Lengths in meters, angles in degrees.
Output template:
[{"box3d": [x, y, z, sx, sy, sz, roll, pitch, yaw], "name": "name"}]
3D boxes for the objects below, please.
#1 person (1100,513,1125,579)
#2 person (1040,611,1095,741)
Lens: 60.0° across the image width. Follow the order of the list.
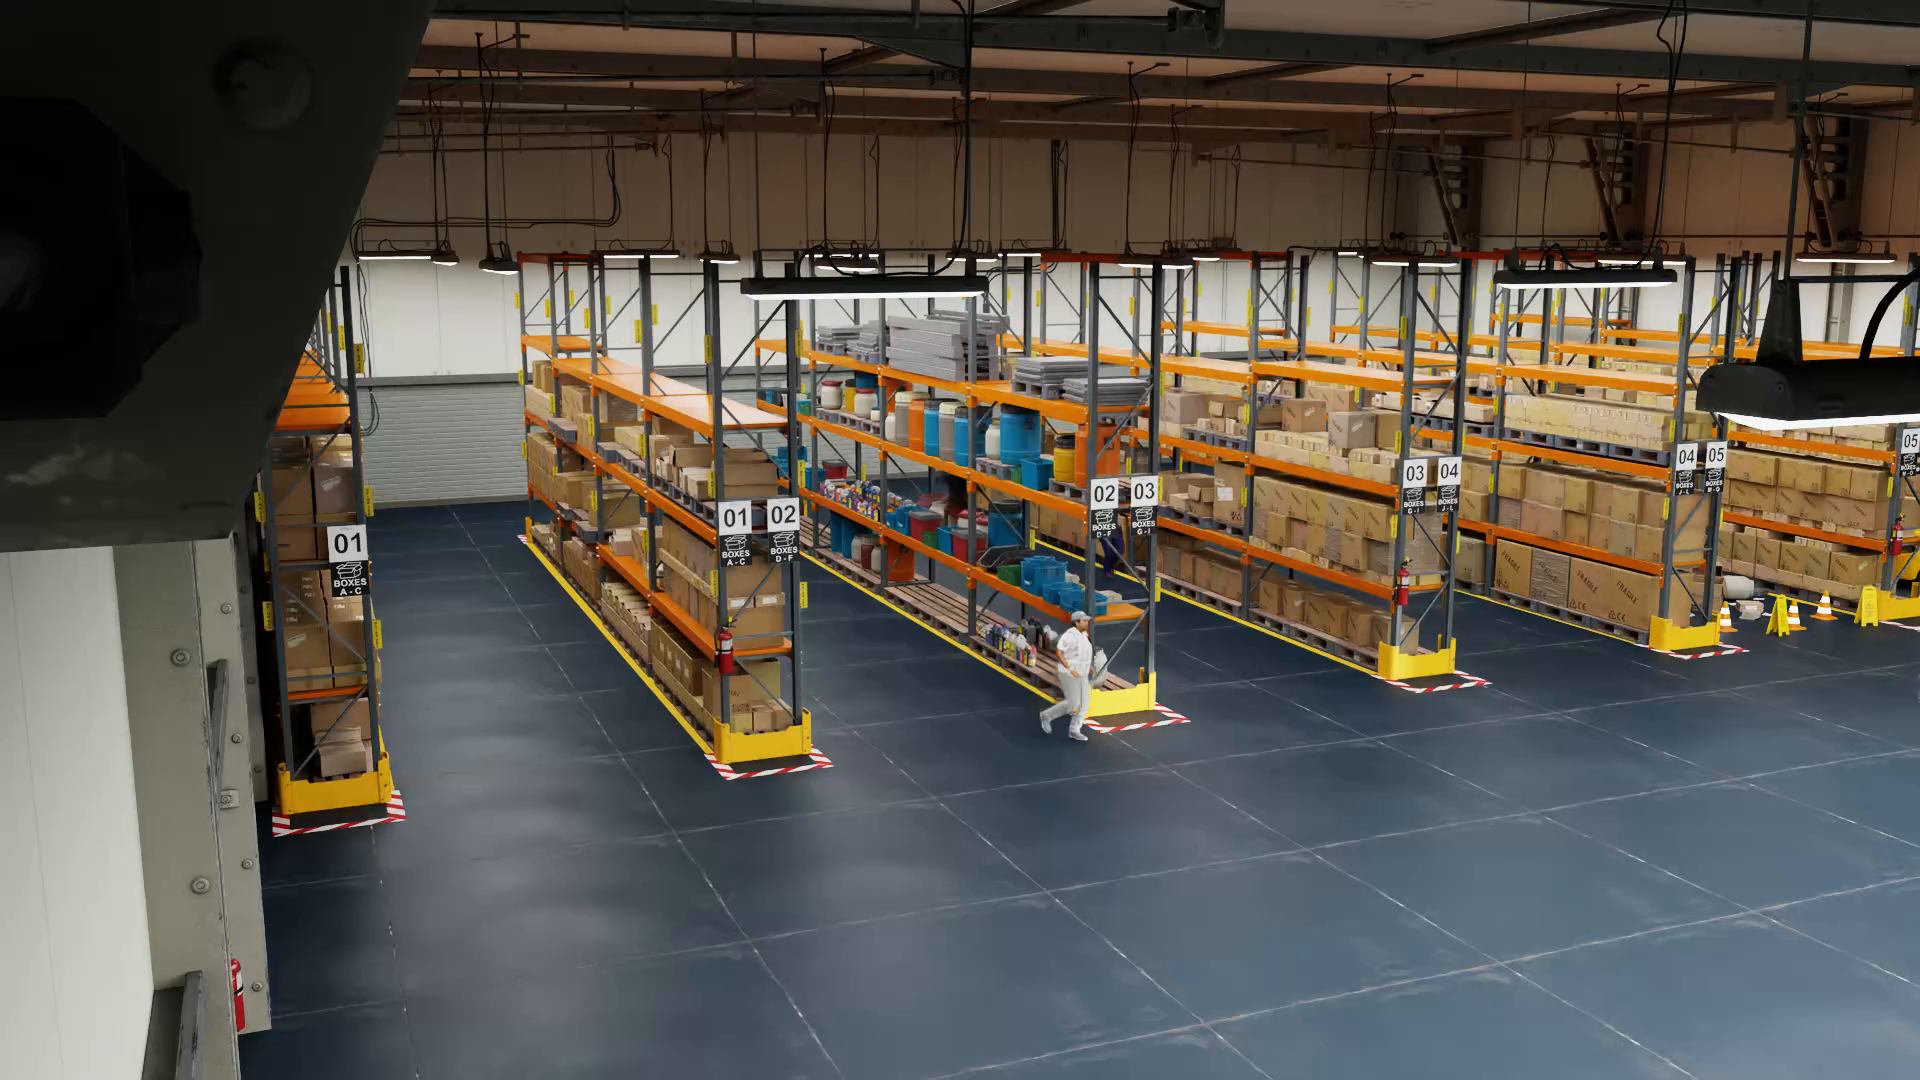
[{"box3d": [2.698, -0.099, 29.571, 0.602, 1.633, 0.513, -5, 12, -26], "name": "person"}, {"box3d": [1.438, 1.703, 21.255, 0.649, 1.616, 0.691, 7, 12, 32], "name": "person"}]
